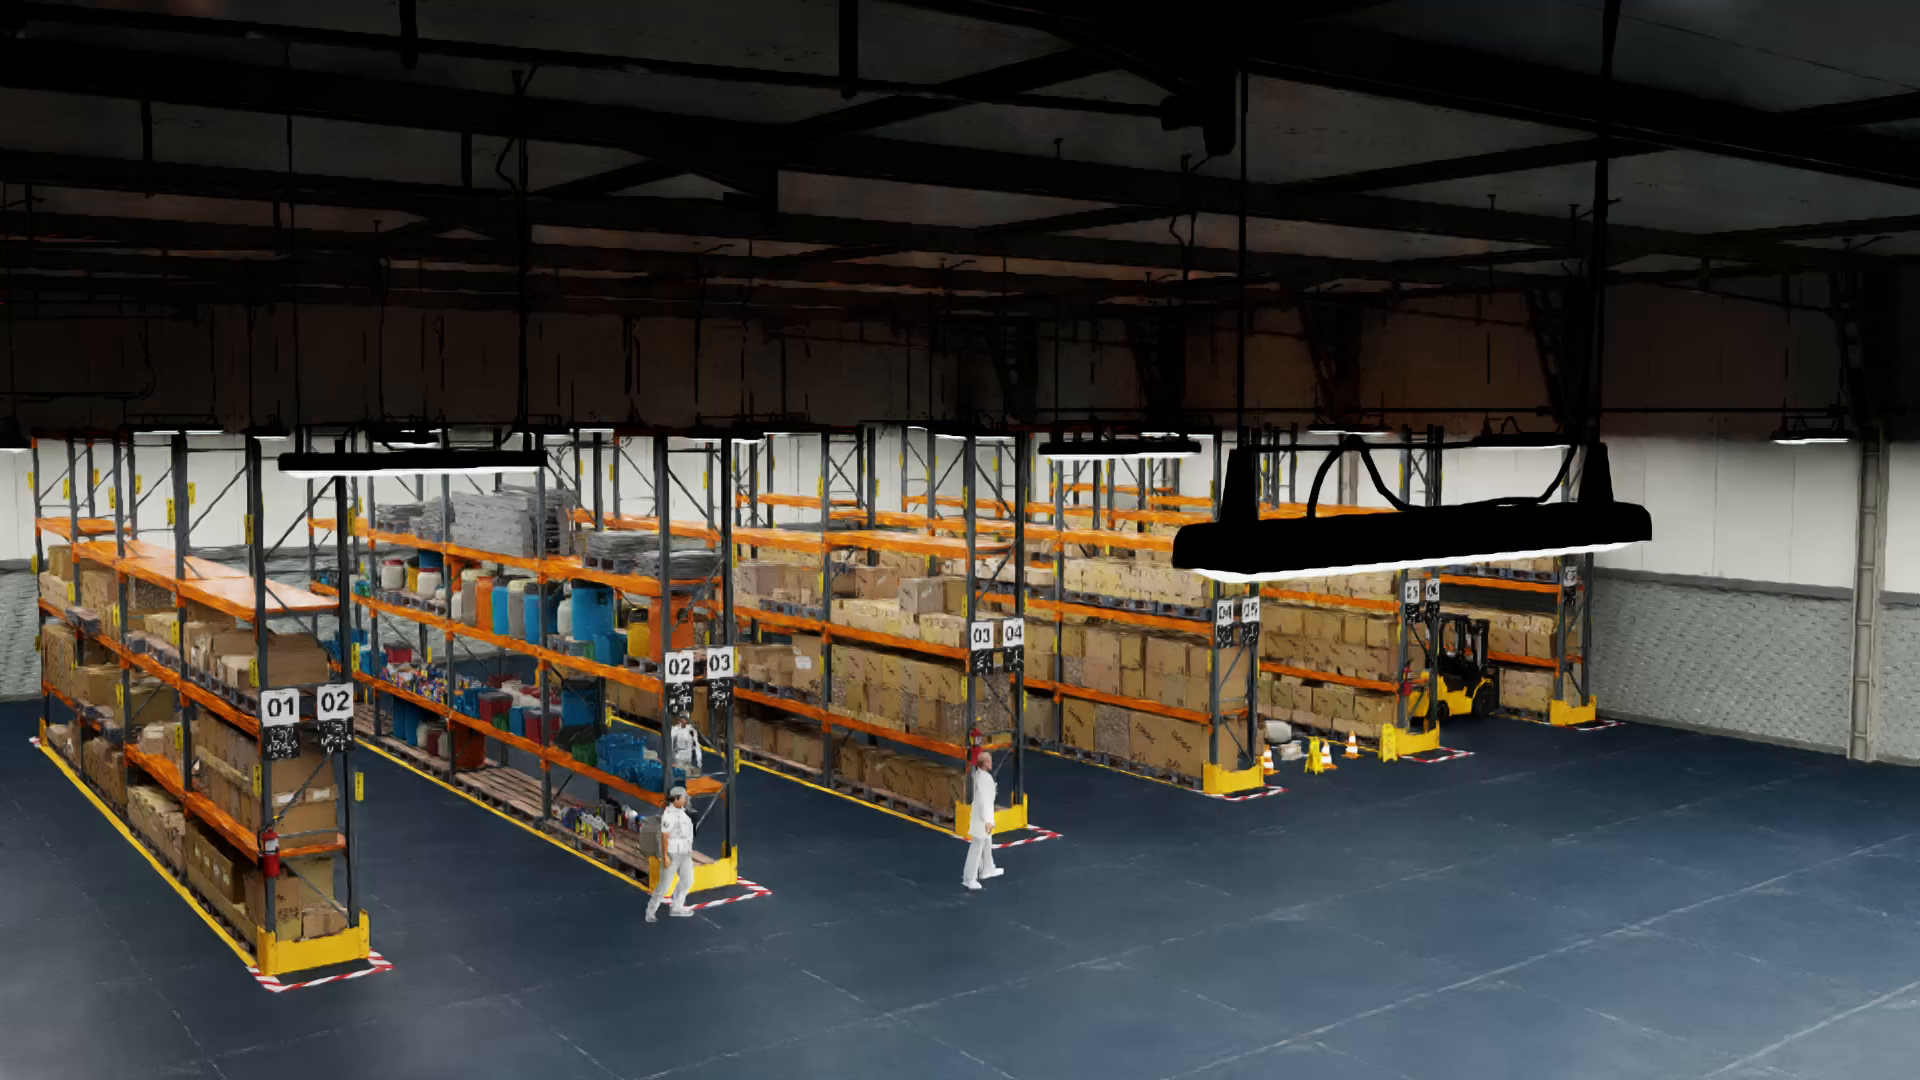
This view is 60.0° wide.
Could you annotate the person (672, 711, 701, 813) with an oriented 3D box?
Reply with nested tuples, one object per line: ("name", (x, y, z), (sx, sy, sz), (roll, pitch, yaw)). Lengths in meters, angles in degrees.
("person", (-4.359, 3.447, 26.282), (0.500, 1.625, 0.997), (-3, 6, -38))

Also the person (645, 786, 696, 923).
("person", (-3.626, 3.899, 20.670), (0.527, 1.641, 0.649), (1, 5, 15))

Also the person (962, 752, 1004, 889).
("person", (0.313, 3.689, 22.146), (0.579, 1.774, 0.766), (0, 4, -2))
